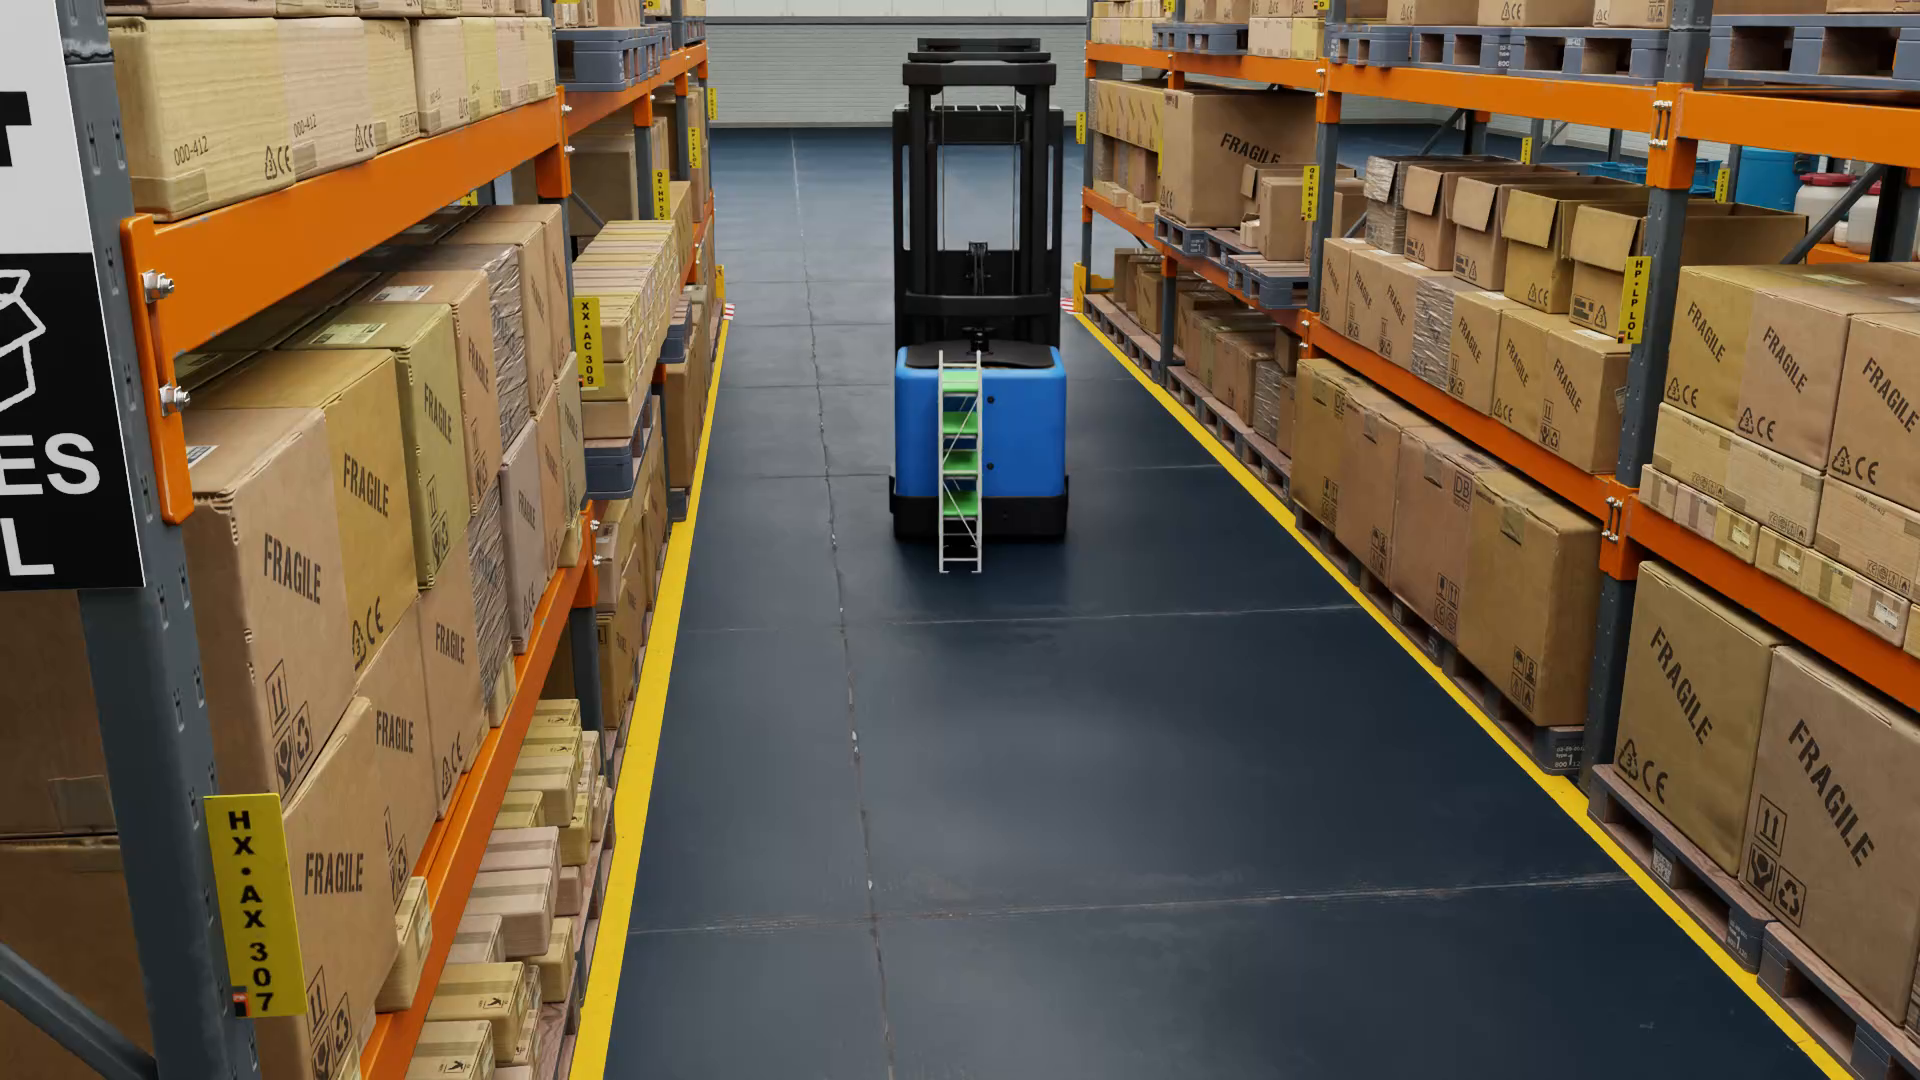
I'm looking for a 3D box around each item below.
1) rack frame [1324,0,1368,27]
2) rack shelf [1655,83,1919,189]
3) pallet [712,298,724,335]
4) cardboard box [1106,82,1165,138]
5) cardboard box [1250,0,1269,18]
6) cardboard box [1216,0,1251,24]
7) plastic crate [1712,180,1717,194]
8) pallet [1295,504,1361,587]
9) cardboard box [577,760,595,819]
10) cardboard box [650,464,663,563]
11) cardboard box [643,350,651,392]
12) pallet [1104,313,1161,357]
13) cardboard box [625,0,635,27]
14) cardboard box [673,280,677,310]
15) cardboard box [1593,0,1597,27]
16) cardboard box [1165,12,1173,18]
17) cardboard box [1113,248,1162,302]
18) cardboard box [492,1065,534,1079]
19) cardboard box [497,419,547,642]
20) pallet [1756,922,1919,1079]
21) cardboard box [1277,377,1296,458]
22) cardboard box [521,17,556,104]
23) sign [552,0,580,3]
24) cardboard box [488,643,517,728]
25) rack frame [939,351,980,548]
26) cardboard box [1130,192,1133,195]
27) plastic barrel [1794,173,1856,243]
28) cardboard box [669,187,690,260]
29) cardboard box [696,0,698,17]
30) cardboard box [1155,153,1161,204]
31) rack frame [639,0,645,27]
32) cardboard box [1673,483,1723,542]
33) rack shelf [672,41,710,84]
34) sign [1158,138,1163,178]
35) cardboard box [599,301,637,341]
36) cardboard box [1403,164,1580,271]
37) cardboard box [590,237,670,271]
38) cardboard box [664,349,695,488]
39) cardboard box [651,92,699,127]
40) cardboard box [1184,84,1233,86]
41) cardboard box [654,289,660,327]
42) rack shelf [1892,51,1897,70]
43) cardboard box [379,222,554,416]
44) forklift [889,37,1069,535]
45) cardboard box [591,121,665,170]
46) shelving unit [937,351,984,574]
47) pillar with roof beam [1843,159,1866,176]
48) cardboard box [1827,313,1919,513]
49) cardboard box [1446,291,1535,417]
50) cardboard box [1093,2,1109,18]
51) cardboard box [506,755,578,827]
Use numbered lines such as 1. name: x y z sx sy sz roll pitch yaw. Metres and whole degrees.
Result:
1. rack frame: 2.652 -4.456 9.346 1.000 3.000 0.127 -2 18 -6
2. rack shelf: 3.271 -0.894 4.209 1.077 0.370 4.000 -2 18 -6
3. pallet: -2.957 -2.287 17.111 1.003 0.211 1.213 -2 18 -6
4. cardboard box: 1.710 -4.173 16.129 0.500 0.500 0.500 -2 18 -6
5. cardboard box: 2.255 -3.746 11.090 0.500 0.500 0.500 -1 17 -5
6. cardboard box: 2.288 -4.042 12.163 0.797 0.503 0.637 -1 17 -3
7. plastic crate: 7.239 -3.068 15.046 0.767 0.338 0.504 -2 18 -6
8. pallet: 2.659 -0.026 9.907 1.003 0.211 1.213 -2 18 -6
9. cardboard box: -1.490 0.904 5.853 0.380 0.149 0.250 -3 18 -8
10. cardboard box: -1.914 -0.135 9.072 0.500 0.500 0.500 -1 17 -3
11. cardboard box: -1.543 -0.722 7.189 0.380 0.149 0.250 -2 18 -5
12. pallet: 2.006 -2.018 16.252 1.003 0.211 1.213 -2 18 -6
13. cardboard box: -1.916 -2.638 8.398 0.500 0.500 0.500 -2 18 -6
14. cardboard box: -1.760 -1.344 9.168 0.380 0.149 0.250 -2 18 -6
15. cardboard box: 3.060 -2.362 7.402 0.380 0.149 0.250 -2 18 -8
16. cardboard box: 1.919 -4.423 13.834 0.380 0.149 0.250 -1 17 -4
17. cardboard box: 1.875 -2.798 17.554 0.500 0.500 0.500 1 17 5
18. cardboard box: -1.321 1.528 4.360 0.380 0.149 0.250 -3 18 -8
19. cardboard box: -1.446 -0.030 4.601 0.500 0.500 0.500 -2 18 -6
20. pallet: 3.194 1.522 4.976 1.003 0.211 1.213 -2 18 -6
21. cardboard box: 2.563 -0.810 11.187 0.700 0.500 0.500 -3 18 -9
22. cardboard box: -1.560 -1.500 5.190 0.500 0.250 0.500 -1 17 -4
23. sign: -1.340 -1.975 5.590 0.100 0.325 0.005 -2 18 -6
24. cardboard box: -1.384 0.383 4.369 0.380 0.149 0.250 -1 17 -5
25. rack frame: -0.001 -0.528 9.855 0.240 1.200 0.015 0 17 0
26. cardboard box: 1.835 -3.244 15.923 0.380 0.149 0.250 -2 18 -6
27. plastic barrel: 7.047 -2.711 13.578 0.433 0.535 0.433 0 17 0
28. cardboard box: -2.332 -2.412 12.685 0.500 0.500 0.500 -2 18 -6
29. cardboard box: -2.561 -4.793 14.981 0.380 0.149 0.250 -2 17 -5
30. cardboard box: 2.238 -3.261 14.892 0.875 0.500 0.500 -2 18 -6
31. rack frame: -2.292 -4.332 8.954 1.000 3.000 0.127 -2 18 -6
32. cardboard box: 2.792 -0.105 5.923 0.380 0.149 0.250 -2 18 -7
33. rack shelf: -2.911 -4.346 15.205 1.077 0.370 4.000 -2 18 -6
34. sign: 1.701 -3.179 13.850 0.100 0.325 0.005 -2 18 -6
35. cardboard box: -1.497 -0.857 6.625 0.380 0.149 0.250 -1 17 -4
36. cardboard box: 2.776 -1.707 8.765 0.797 0.503 0.637 -1 17 -4
37. cardboard box: -1.703 -1.470 8.578 0.380 0.149 0.250 -1 17 -4
38. cardboard box: -2.265 -0.781 10.713 1.050 0.750 0.750 -2 18 -6
39. cardboard box: -2.862 -3.843 15.356 0.875 0.550 0.500 -2 18 -6
40. cardboard box: 2.279 -4.040 15.706 0.500 0.500 0.500 -2 18 -6
41. cardboard box: -1.626 -1.098 7.890 0.380 0.149 0.250 -2 18 -7
42. rack shelf: 7.373 -3.430 12.288 1.077 0.370 4.000 -2 18 -6
43. cardboard box: -1.503 -0.660 4.937 0.500 0.500 0.500 -2 18 -7
44. forklift: 0.112 -1.812 11.056 1.130 2.935 3.031 0 17 0
45. cardboard box: -2.592 -2.886 12.525 0.700 0.500 0.500 -2 18 -7
46. shelving unit: 0.000 -0.455 9.622 0.258 1.200 0.503 0 17 0
47. pillar with roof beam: 12.021 -10.559 28.785 9.100 9.000 0.400 -2 18 -6
48. cardboard box: 2.961 -0.377 4.873 0.500 0.500 0.500 -2 18 -7
49. cardboard box: 2.640 -0.883 7.816 0.500 0.500 0.500 -2 18 -6
50. cardboard box: 1.556 -5.357 16.810 0.380 0.149 0.250 -1 17 -4
51. cardboard box: -1.485 0.844 5.545 0.380 0.149 0.250 -2 18 -6
